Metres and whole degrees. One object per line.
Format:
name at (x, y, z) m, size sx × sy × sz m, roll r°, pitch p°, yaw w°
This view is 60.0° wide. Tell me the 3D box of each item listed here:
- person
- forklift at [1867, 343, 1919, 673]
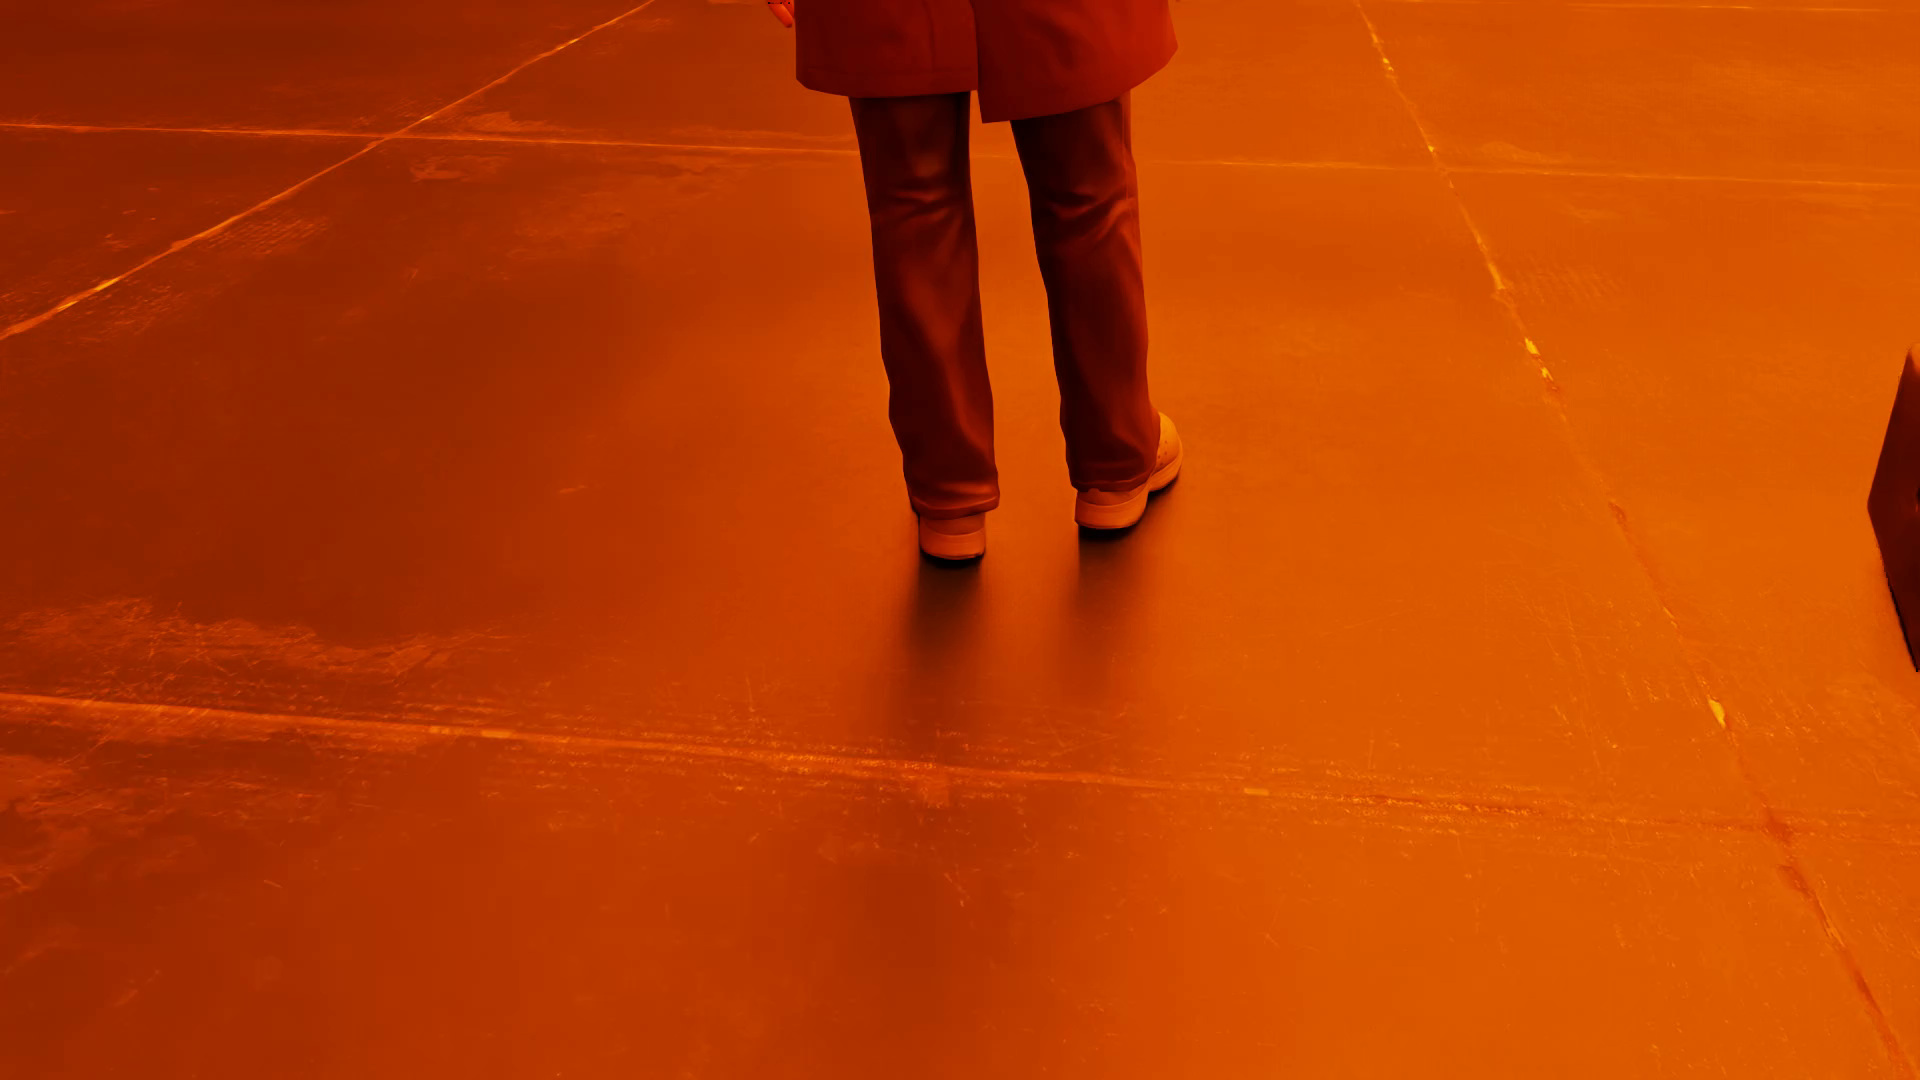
person at (0.016, -0.842, 2.181) m, size 0.696 × 1.778 × 0.579 m, roll 3°, pitch 27°, yaw 7°
forklift at (2.614, -0.890, 1.001) m, size 3.031 × 2.935 × 1.130 m, roll 9°, pitch 28°, yaw 17°
